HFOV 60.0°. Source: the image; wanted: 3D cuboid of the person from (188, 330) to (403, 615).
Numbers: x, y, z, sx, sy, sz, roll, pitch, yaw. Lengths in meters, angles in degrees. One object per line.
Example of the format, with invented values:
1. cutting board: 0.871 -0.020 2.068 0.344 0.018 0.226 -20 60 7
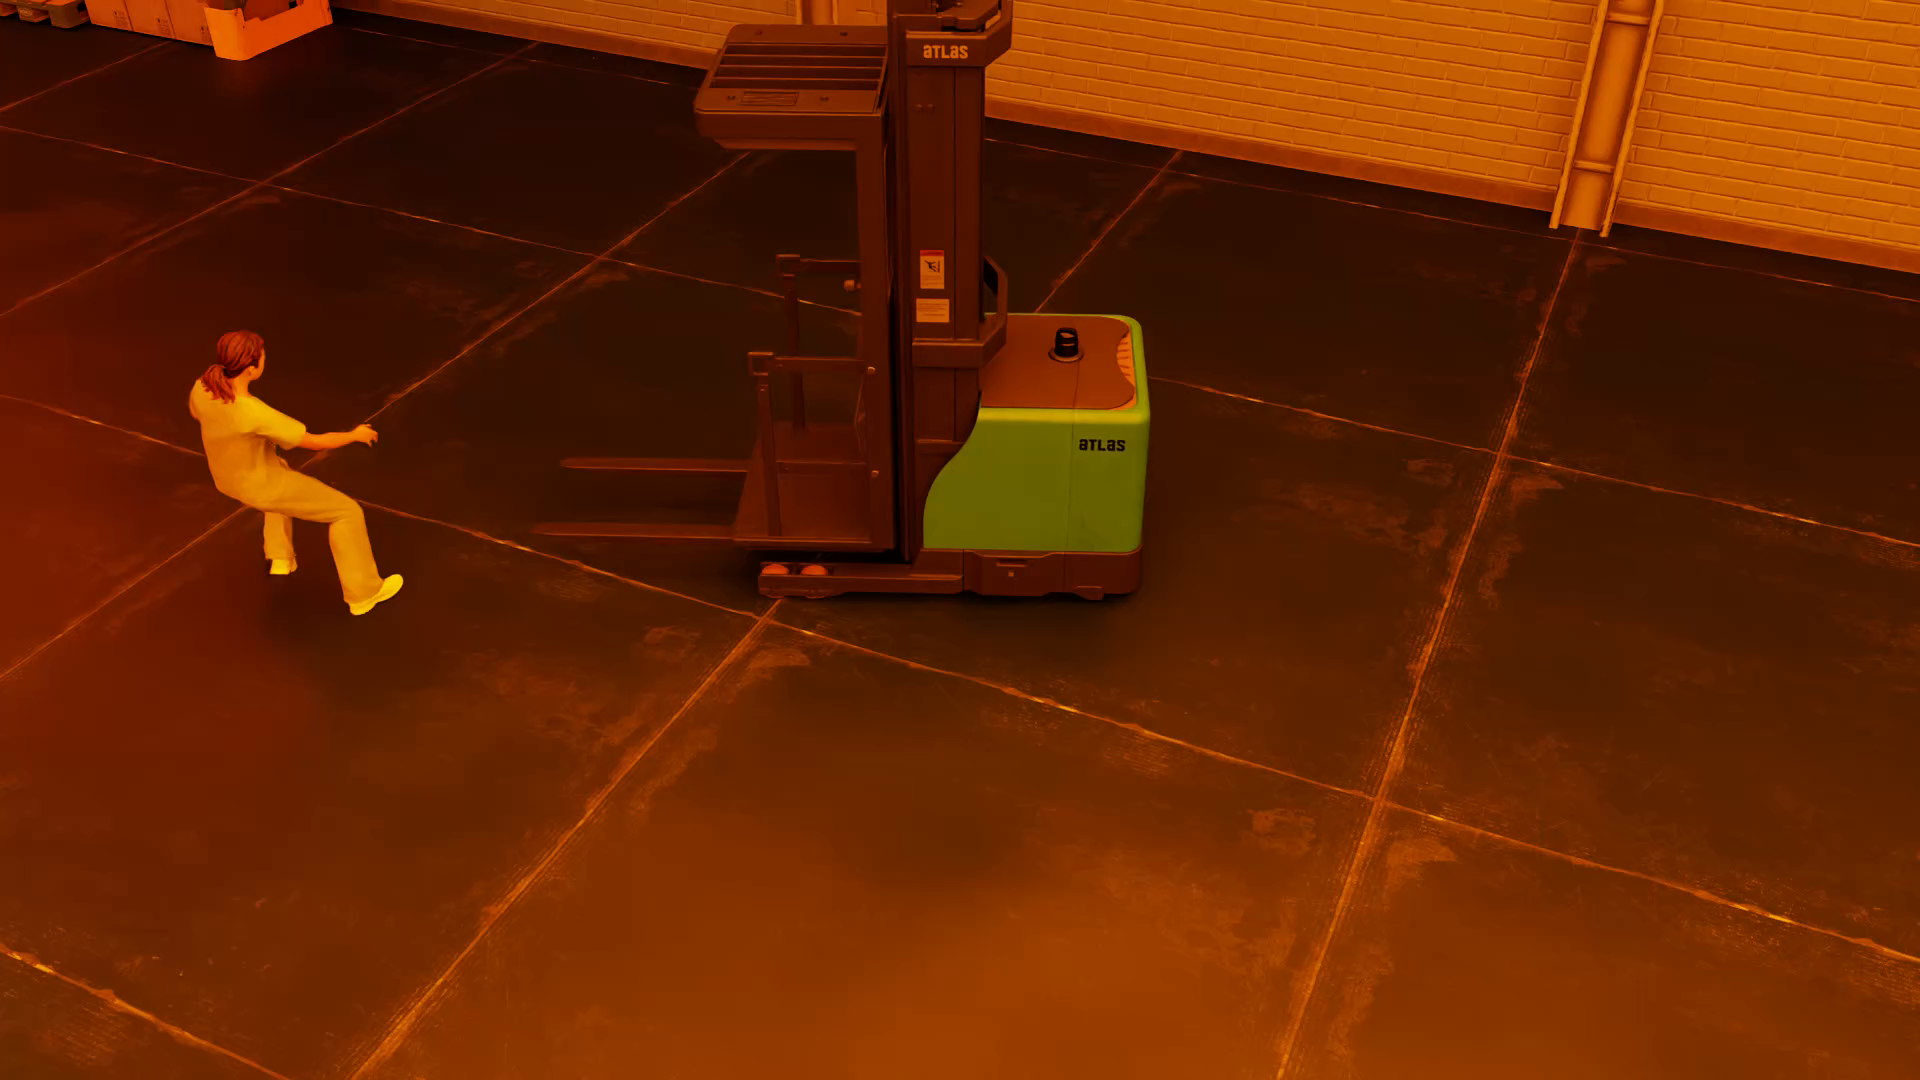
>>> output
1. person: -3.176 -0.377 7.833 0.754 1.510 0.666 16 39 21

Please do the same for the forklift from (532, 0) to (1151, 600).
1. forklift: -0.608 -1.208 7.780 3.031 2.935 1.130 1 36 2
